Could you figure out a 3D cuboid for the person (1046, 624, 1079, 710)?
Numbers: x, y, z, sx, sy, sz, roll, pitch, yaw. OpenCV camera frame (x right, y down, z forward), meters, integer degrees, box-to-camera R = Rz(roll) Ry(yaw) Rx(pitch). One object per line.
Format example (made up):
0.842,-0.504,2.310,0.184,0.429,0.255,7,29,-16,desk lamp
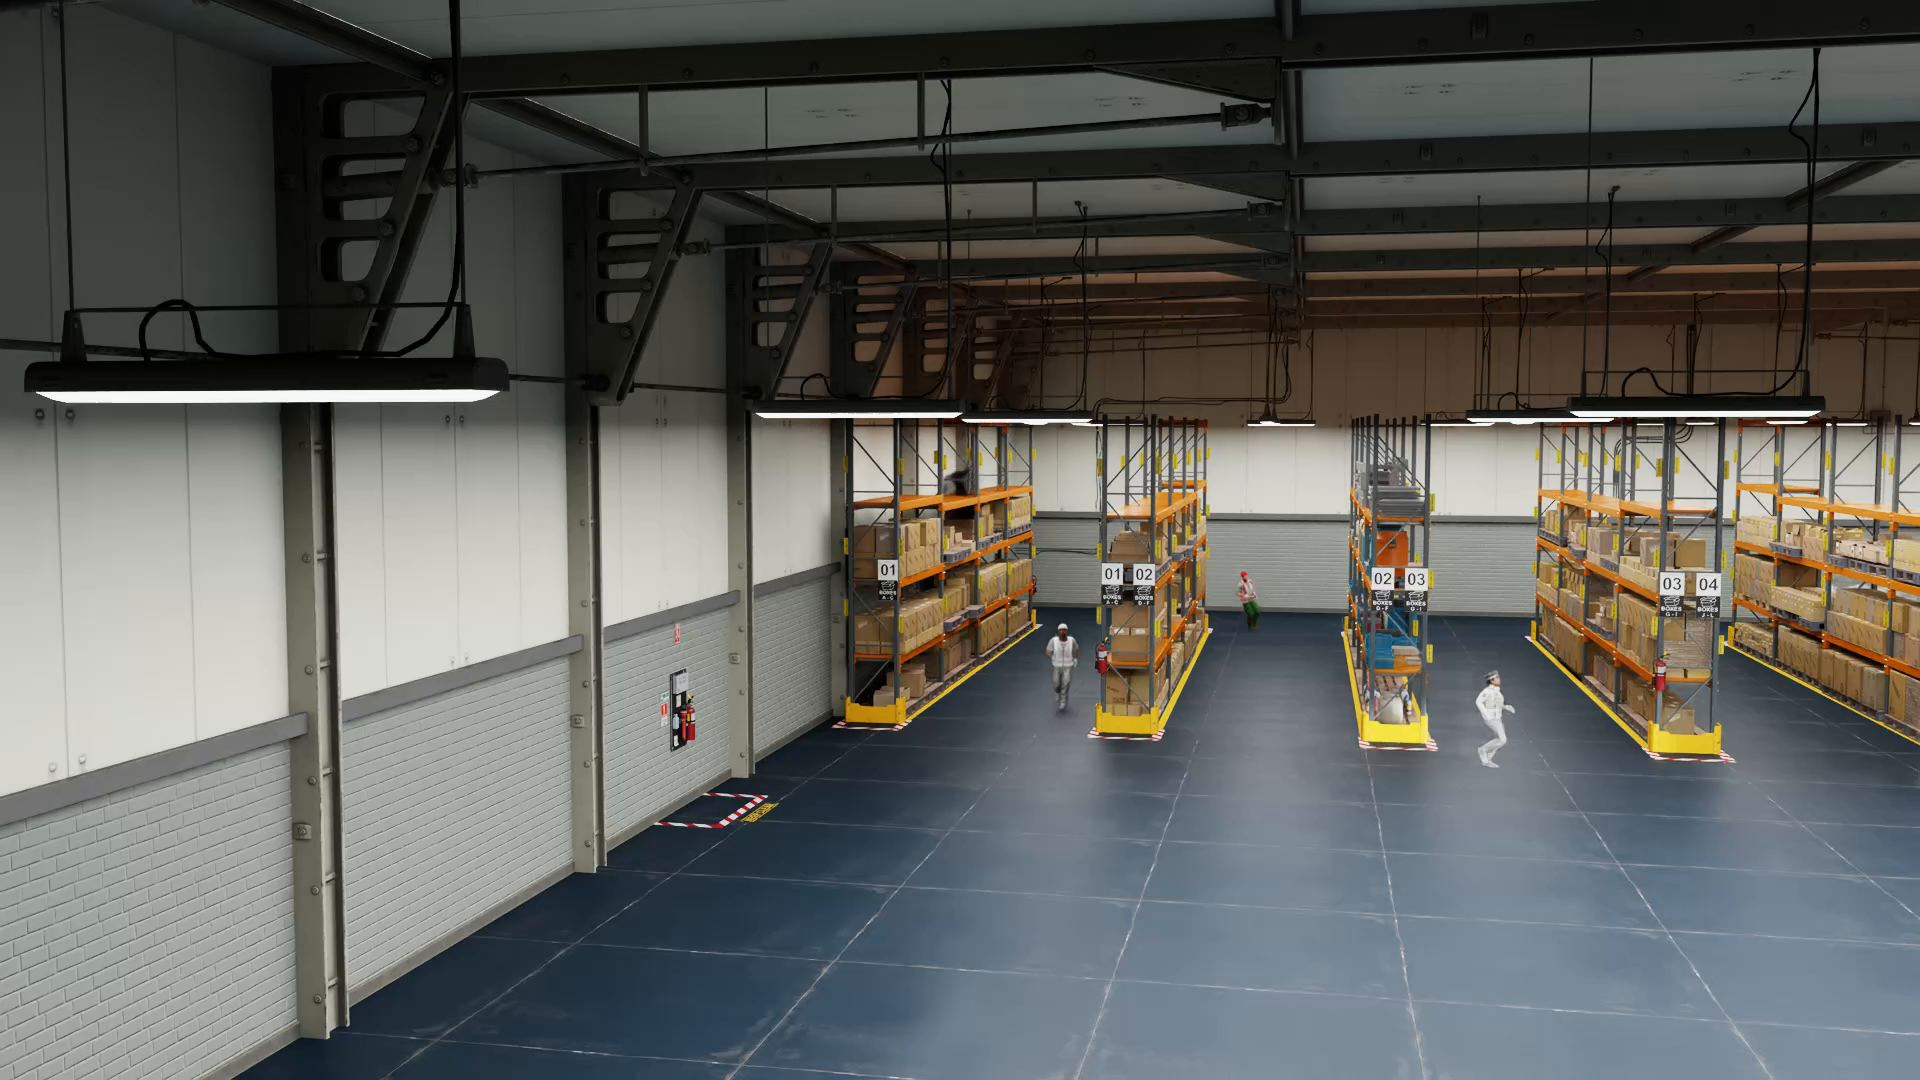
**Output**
2.106,2.579,34.077,0.687,1.743,0.704,0,4,2,person

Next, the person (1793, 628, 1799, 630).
22.834,1.863,44.935,0.826,1.735,0.715,0,4,-2,person

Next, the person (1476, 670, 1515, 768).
9.071,3.029,28.139,0.553,1.668,0.677,3,5,34,person

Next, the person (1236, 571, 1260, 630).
8.220,1.737,47.155,0.845,1.721,0.633,-2,4,-27,person
